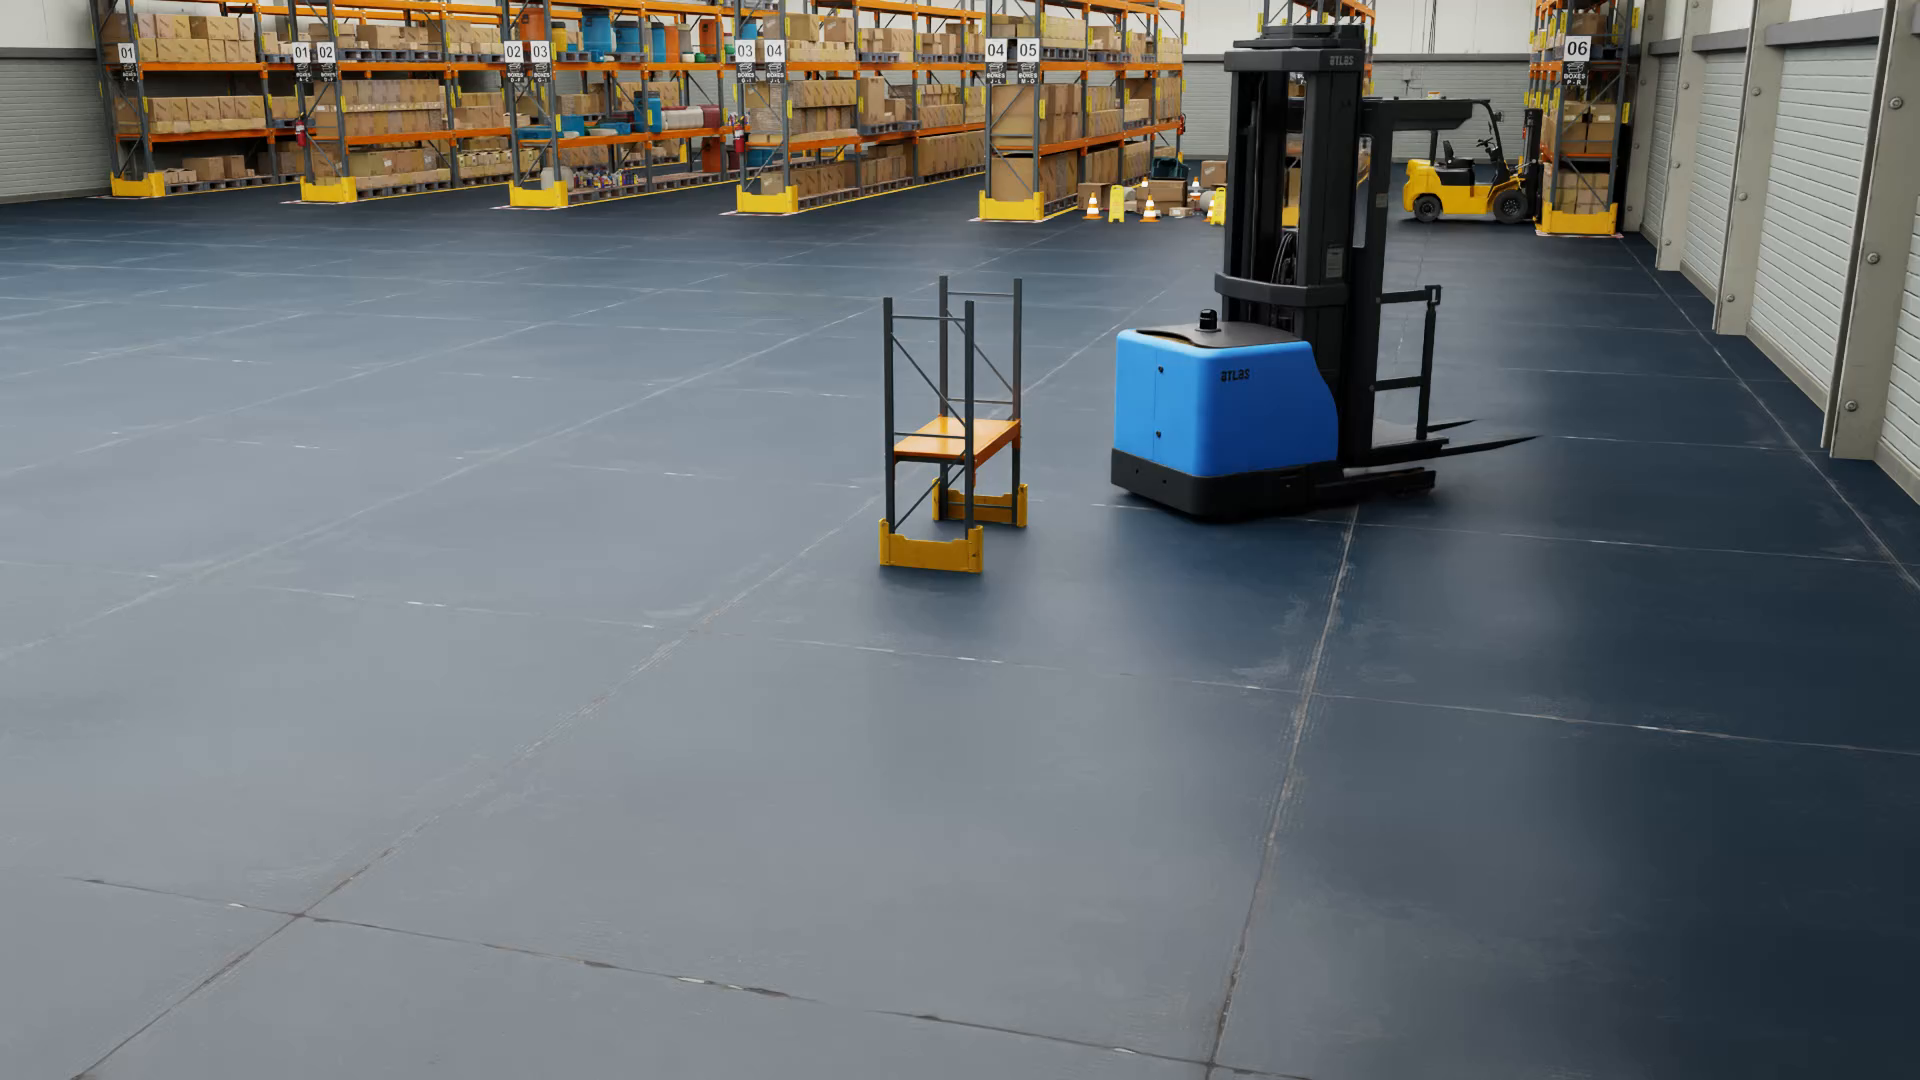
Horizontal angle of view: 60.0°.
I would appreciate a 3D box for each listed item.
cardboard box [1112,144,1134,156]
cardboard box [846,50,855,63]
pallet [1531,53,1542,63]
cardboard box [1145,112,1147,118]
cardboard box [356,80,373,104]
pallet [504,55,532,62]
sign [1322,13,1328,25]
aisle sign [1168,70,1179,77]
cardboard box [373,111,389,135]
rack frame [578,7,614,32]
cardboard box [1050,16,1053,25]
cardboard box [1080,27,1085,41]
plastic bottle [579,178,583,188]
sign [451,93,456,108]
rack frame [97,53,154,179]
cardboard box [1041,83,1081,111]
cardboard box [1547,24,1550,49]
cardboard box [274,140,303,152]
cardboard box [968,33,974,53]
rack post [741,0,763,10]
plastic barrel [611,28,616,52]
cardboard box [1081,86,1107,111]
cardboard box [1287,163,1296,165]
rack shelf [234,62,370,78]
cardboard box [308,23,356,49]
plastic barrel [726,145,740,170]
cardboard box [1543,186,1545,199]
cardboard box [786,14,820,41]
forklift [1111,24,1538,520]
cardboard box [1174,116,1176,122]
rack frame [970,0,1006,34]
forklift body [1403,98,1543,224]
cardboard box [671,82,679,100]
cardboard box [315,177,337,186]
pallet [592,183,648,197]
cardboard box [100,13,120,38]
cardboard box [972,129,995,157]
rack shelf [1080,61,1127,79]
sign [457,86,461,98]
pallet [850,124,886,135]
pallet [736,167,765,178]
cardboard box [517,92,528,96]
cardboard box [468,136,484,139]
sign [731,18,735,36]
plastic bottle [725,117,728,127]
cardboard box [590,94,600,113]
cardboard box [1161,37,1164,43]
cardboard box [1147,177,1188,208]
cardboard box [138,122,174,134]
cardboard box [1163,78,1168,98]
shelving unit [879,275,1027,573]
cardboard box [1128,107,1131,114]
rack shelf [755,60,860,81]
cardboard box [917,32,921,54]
[{"bbox_3d":[3.806,-9.158,39.057,0.500,0.250,0.500,4,16,15],"label":"cardboard box"},{"bbox_3d":[-2.509,-10.100,34.717,0.500,0.250,0.500,5,17,18],"label":"cardboard box"},{"bbox_3d":[13.360,-10.725,36.990,1.213,0.211,1.003,5,16,16],"label":"pallet"},{"bbox_3d":[4.374,-10.444,40.844,0.380,0.149,0.250,5,17,16],"label":"cardboard box"},{"bbox_3d":[-12.959,-9.536,35.392,0.700,0.500,0.500,4,16,14],"label":"cardboard box"},{"bbox_3d":[-11.097,-11.852,40.965,1.213,0.211,1.003,5,17,18],"label":"pallet"},{"bbox_3d":[6.255,-8.875,28.522,0.100,0.325,0.005,5,16,16],"label":"sign"},{"bbox_3d":[5.815,-12.843,44.848,0.394,0.787,0.004,5,16,16],"label":"aisle sign"},{"bbox_3d":[-12.827,-9.027,35.976,0.700,0.500,0.500,5,17,16],"label":"cardboard box"},{"bbox_3d":[-9.853,-14.616,44.870,1.000,3.000,0.127,5,16,16],"label":"rack frame"},{"bbox_3d":[1.504,-9.562,30.592,0.380,0.149,0.250,4,16,15],"label":"cardboard box"},{"bbox_3d":[2.203,-10.073,33.124,0.500,0.250,0.500,4,16,15],"label":"cardboard box"},{"bbox_3d":[-8.152,-7.681,35.734,0.097,0.201,0.097,0,16,0],"label":"plastic bottle"},{"bbox_3d":[-11.594,-10.049,38.030,0.100,0.325,0.005,5,16,16],"label":"sign"},{"bbox_3d":[-18.014,-8.974,35.971,1.000,3.000,0.127,5,16,16],"label":"rack frame"},{"bbox_3d":[1.959,-8.955,33.650,0.875,0.550,0.550,5,16,16],"label":"cardboard box"},{"bbox_3d":[12.281,-10.193,33.636,0.700,0.500,0.500,4,16,15],"label":"cardboard box"},{"bbox_3d":[-16.562,-9.700,40.930,0.500,0.250,0.500,4,16,15],"label":"cardboard box"},{"bbox_3d":[-0.035,-13.052,43.716,0.700,0.500,0.500,6,17,19],"label":"cardboard box"},{"bbox_3d":[-5.559,-13.451,41.679,0.937,0.300,0.954,7,17,22],"label":"rack post"},{"bbox_3d":[-7.690,-10.854,36.127,0.421,0.512,0.421,0,16,0],"label":"plastic barrel"},{"bbox_3d":[2.810,-9.649,36.336,0.700,0.500,0.500,4,16,15],"label":"cardboard box"},{"bbox_3d":[6.007,-6.791,31.171,0.500,0.500,0.500,4,16,15],"label":"cardboard box"},{"bbox_3d":[-16.309,-11.641,41.194,1.077,0.370,4.000,5,16,16],"label":"rack shelf"},{"bbox_3d":[-13.096,-10.503,34.649,0.797,0.503,0.637,6,17,20],"label":"cardboard box"},{"bbox_3d":[-5.798,-9.765,42.411,0.600,0.588,0.708,5,16,16],"label":"plastic barrel"},{"bbox_3d":[10.486,-6.071,29.089,0.500,0.250,0.500,4,16,15],"label":"cardboard box"},{"bbox_3d":[-3.086,-10.064,32.672,0.500,0.500,0.500,5,16,16],"label":"cardboard box"},{"bbox_3d":[2.530,-1.800,10.804,3.031,2.935,1.130,-8,18,-27],"label":"forklift"},{"bbox_3d":[5.579,-11.306,44.654,0.380,0.149,0.250,5,16,16],"label":"cardboard box"},{"bbox_3d":[0.780,-14.894,45.848,1.000,3.000,0.127,5,16,16],"label":"rack frame"},{"bbox_3d":[9.284,-6.898,30.209,2.313,2.155,1.214,5,16,16],"label":"forklift body"},{"bbox_3d":[-8.580,-13.168,48.743,0.500,0.500,0.500,4,16,15],"label":"cardboard box"},{"bbox_3d":[-13.395,-7.633,35.513,0.500,0.250,0.500,5,16,16],"label":"cardboard box"},{"bbox_3d":[-7.610,-7.738,36.724,1.003,0.211,1.213,5,16,16],"label":"pallet"},{"bbox_3d":[-18.142,-11.089,35.878,0.500,0.500,0.500,5,17,18],"label":"cardboard box"},{"bbox_3d":[0.416,-10.776,45.448,0.875,0.875,0.875,5,16,16],"label":"cardboard box"},{"bbox_3d":[2.665,-10.077,35.682,1.077,0.370,4.000,5,16,16],"label":"rack shelf"},{"bbox_3d":[-14.081,-12.593,46.753,0.100,0.325,0.005,5,16,16],"label":"sign"},{"bbox_3d":[-2.273,-8.965,36.289,1.003,0.211,1.213,5,16,16],"label":"pallet"},{"bbox_3d":[-5.709,-9.485,42.882,1.003,0.211,1.213,5,16,16],"label":"pallet"},{"bbox_3d":[-13.603,-13.170,50.215,0.980,0.700,0.700,5,17,18],"label":"cardboard box"},{"bbox_3d":[-14.021,-11.688,48.163,0.380,0.149,0.250,5,17,18],"label":"cardboard box"},{"bbox_3d":[-4.293,-9.739,31.548,0.100,0.325,0.005,5,16,16],"label":"sign"},{"bbox_3d":[-5.809,-10.327,40.969,0.152,0.276,0.135,5,16,16],"label":"plastic bottle"},{"bbox_3d":[-10.203,-11.874,45.242,0.700,0.500,0.500,-1,16,-3],"label":"cardboard box"},{"bbox_3d":[4.929,-12.614,41.935,0.380,0.149,0.250,4,16,14],"label":"cardboard box"},{"bbox_3d":[4.064,-6.819,32.698,0.797,0.637,0.503,5,16,16],"label":"cardboard box"},{"bbox_3d":[-17.571,-9.014,36.352,0.500,0.250,0.500,4,16,14],"label":"cardboard box"},{"bbox_3d":[5.038,-11.588,42.625,0.500,0.500,0.500,5,17,17],"label":"cardboard box"},{"bbox_3d":[-0.022,-0.702,9.554,0.587,1.500,1.083,5,16,16],"label":"shelving unit"},{"bbox_3d":[3.782,-10.046,38.896,0.380,0.149,0.250,5,17,16],"label":"cardboard box"},{"bbox_3d":[-3.198,-9.442,33.442,1.077,0.370,4.000,5,16,16],"label":"rack shelf"},{"bbox_3d":[-1.389,-11.775,39.389,0.797,0.503,0.637,6,17,19],"label":"cardboard box"}]
